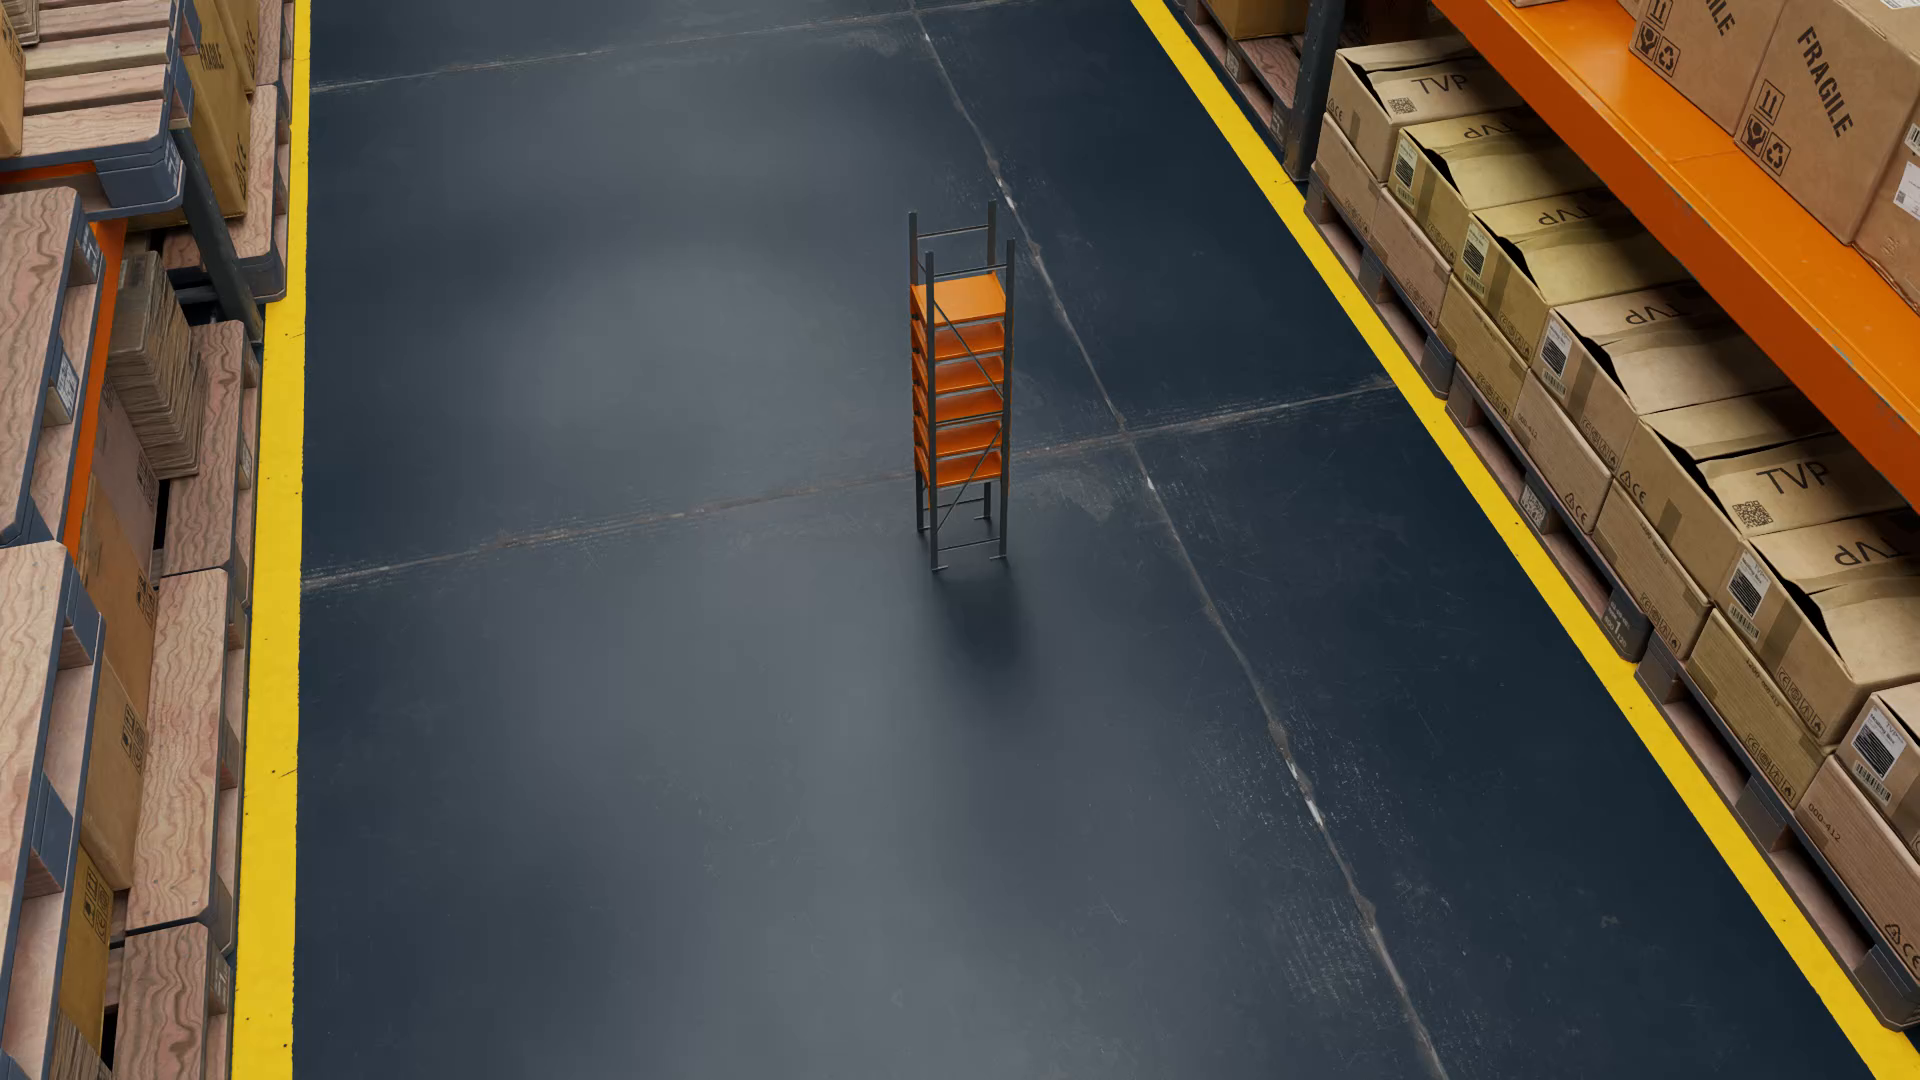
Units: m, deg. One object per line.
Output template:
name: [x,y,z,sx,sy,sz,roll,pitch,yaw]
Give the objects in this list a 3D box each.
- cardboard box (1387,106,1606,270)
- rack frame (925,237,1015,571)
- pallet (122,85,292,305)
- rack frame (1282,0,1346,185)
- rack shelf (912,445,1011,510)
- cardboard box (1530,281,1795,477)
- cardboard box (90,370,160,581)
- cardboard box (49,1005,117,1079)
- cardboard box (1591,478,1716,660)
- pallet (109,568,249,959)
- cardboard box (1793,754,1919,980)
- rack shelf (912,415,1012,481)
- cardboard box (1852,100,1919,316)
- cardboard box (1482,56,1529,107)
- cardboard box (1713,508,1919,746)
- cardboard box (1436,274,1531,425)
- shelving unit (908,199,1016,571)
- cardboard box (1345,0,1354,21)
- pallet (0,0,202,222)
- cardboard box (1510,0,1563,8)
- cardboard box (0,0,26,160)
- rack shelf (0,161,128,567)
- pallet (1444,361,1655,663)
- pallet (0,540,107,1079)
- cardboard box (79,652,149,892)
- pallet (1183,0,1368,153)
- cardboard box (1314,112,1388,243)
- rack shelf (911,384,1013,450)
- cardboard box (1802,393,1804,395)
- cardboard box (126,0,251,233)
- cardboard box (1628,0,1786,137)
cardboard box: [1.795,-1.209,5.573,0.500,0.311,0.500,-12,47,-11]
rack frame: [0.027,-0.347,4.750,0.240,1.200,0.006,-11,47,-10]
pallet: [-3.115,-1.278,6.355,1.003,0.211,1.213,-11,47,-10]
rack frame: [1.802,-2.605,5.702,1.000,3.000,0.127,-11,47,-10]
rack shelf: [0.004,-0.211,5.015,0.258,0.103,0.180,-11,47,-10]
cardboard box: [2.055,-0.502,4.880,0.500,0.311,0.500,-11,47,-11]
cardboard box: [-2.731,-0.111,4.701,0.700,0.500,0.500,-11,47,-10]
cardboard box: [-2.166,1.281,3.336,0.700,0.500,0.500,-9,46,-9]
cardboard box: [2.181,0.036,4.745,0.500,0.250,0.500,-10,46,-9]
pallet: [-2.478,0.660,4.455,1.003,0.211,1.213,-11,47,-10]
cardboard box: [2.440,0.739,4.057,0.500,0.250,0.500,-11,47,-11]
rack shelf: [0.004,-0.295,4.929,0.258,0.103,0.180,-11,47,-10]
cardboard box: [2.510,-0.775,3.839,0.500,0.500,0.500,-8,46,-7]
cardboard box: [2.174,-1.669,6.024,0.500,0.311,0.500,-10,46,-9]
cardboard box: [2.306,0.191,4.201,0.500,0.311,0.500,-10,46,-9]
cardboard box: [1.921,-0.669,5.437,0.500,0.250,0.500,-12,47,-11]
shelving unit: [0.004,-0.410,4.812,0.258,1.200,0.189,-11,47,-10]
cardboard box: [1.822,-2.611,7.150,0.500,0.500,0.500,-12,47,-12]
pallet: [-2.700,-1.157,4.418,1.213,0.211,1.003,-11,47,-10]
cardboard box: [1.844,-1.921,5.094,0.500,0.311,0.500,-11,47,-11]
cardboard box: [-2.686,-1.182,3.930,0.700,0.500,0.500,-15,47,-14]
rack shelf: [-2.474,-0.064,3.716,1.077,0.370,4.000,-11,47,-10]
pallet: [2.284,-0.212,5.310,1.003,0.211,1.213,-11,47,-10]
pallet: [-2.017,0.578,2.717,1.003,0.211,1.213,-11,47,-10]
cardboard box: [-2.438,0.574,4.030,0.700,0.500,0.500,-10,46,-10]
pallet: [1.647,-2.151,7.210,1.003,0.211,1.213,-11,47,-10]
cardboard box: [1.652,-1.374,6.127,0.500,0.250,0.500,-11,47,-10]
rack shelf: [0.004,-0.379,4.843,0.258,0.103,0.180,-11,47,-10]
cardboard box: [2.566,-0.616,4.992,0.500,0.311,0.500,-10,46,-9]
cardboard box: [-3.047,-1.623,5.951,0.750,0.750,0.750,-11,47,-11]
cardboard box: [2.247,-1.484,4.534,0.500,0.500,0.500,-13,47,-12]
